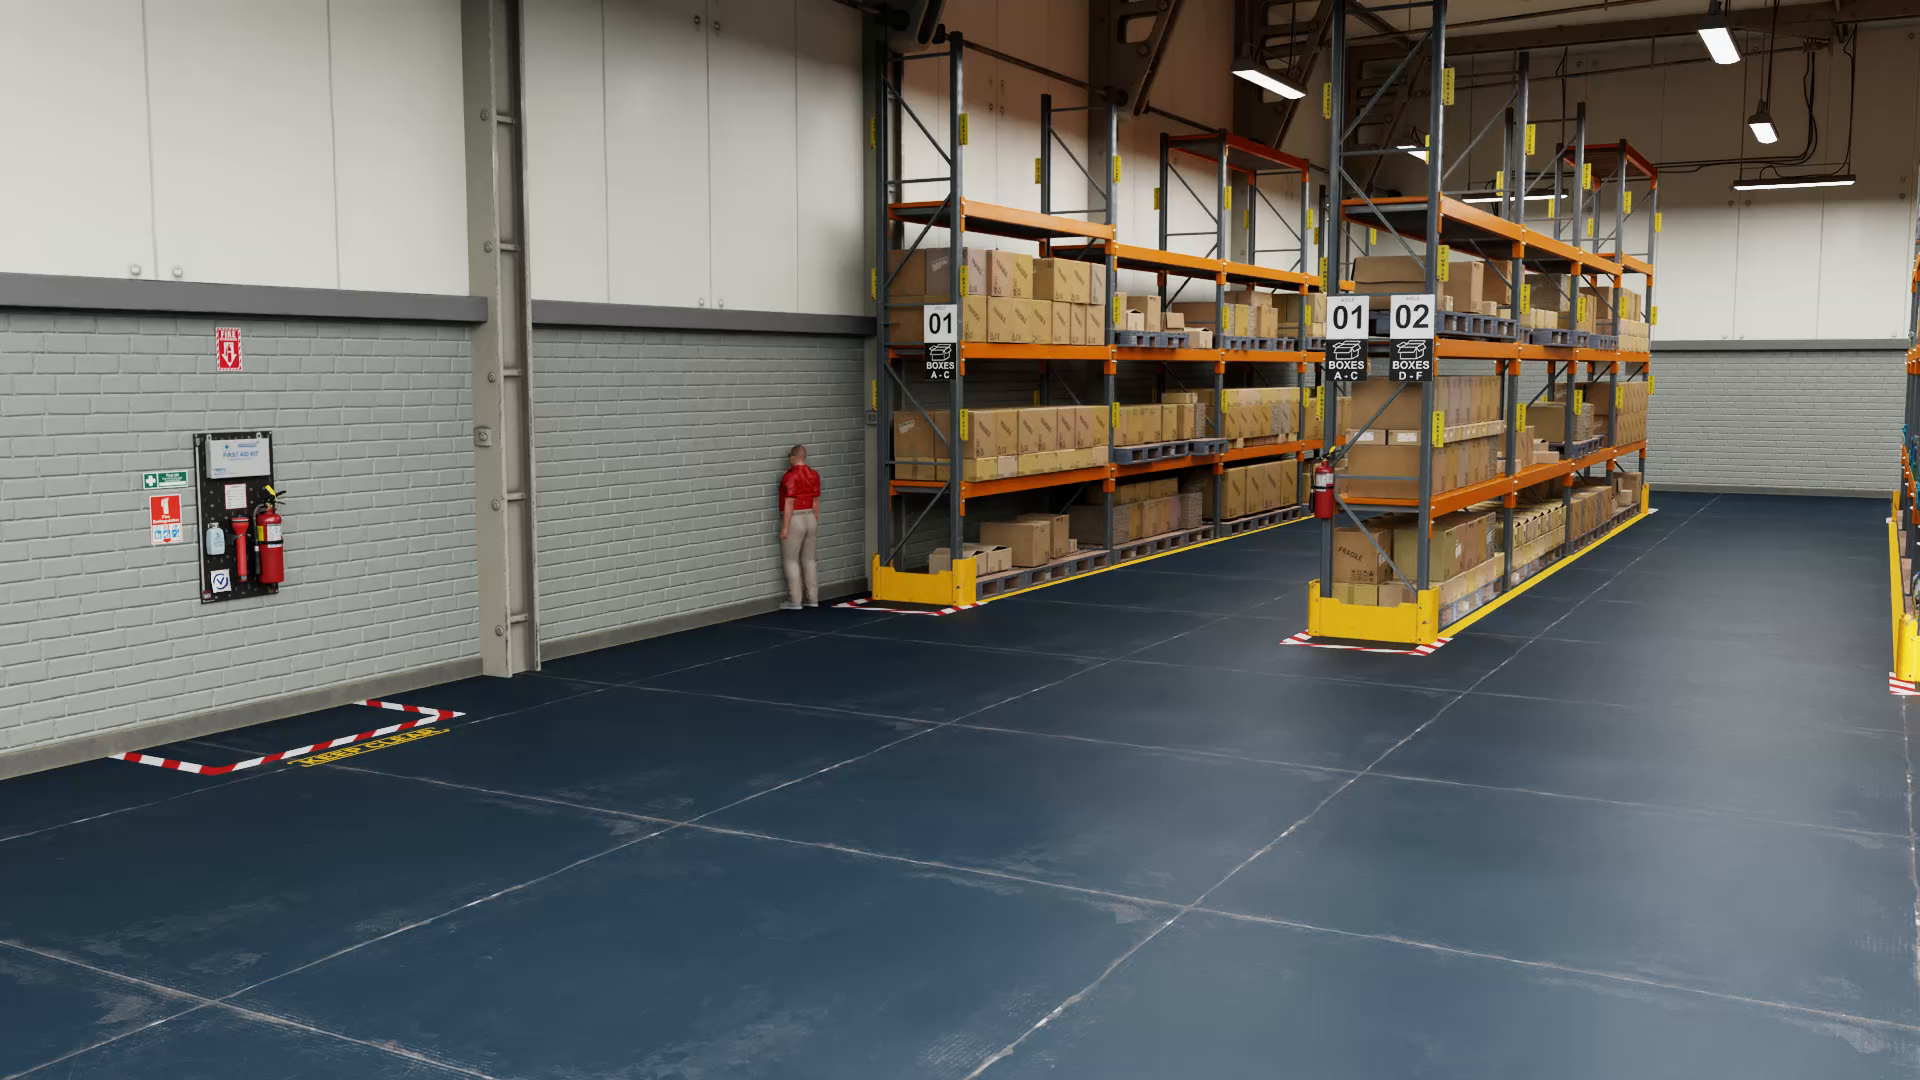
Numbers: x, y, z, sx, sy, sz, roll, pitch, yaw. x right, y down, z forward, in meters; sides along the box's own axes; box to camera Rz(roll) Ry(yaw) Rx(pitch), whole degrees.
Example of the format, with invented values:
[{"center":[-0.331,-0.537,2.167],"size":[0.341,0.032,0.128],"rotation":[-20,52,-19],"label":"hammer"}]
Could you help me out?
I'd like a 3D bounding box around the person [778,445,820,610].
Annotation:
[{"center":[-1.716,-0.136,17.521],"size":[0.364,1.731,0.525],"rotation":[5,7,37],"label":"person"}]
